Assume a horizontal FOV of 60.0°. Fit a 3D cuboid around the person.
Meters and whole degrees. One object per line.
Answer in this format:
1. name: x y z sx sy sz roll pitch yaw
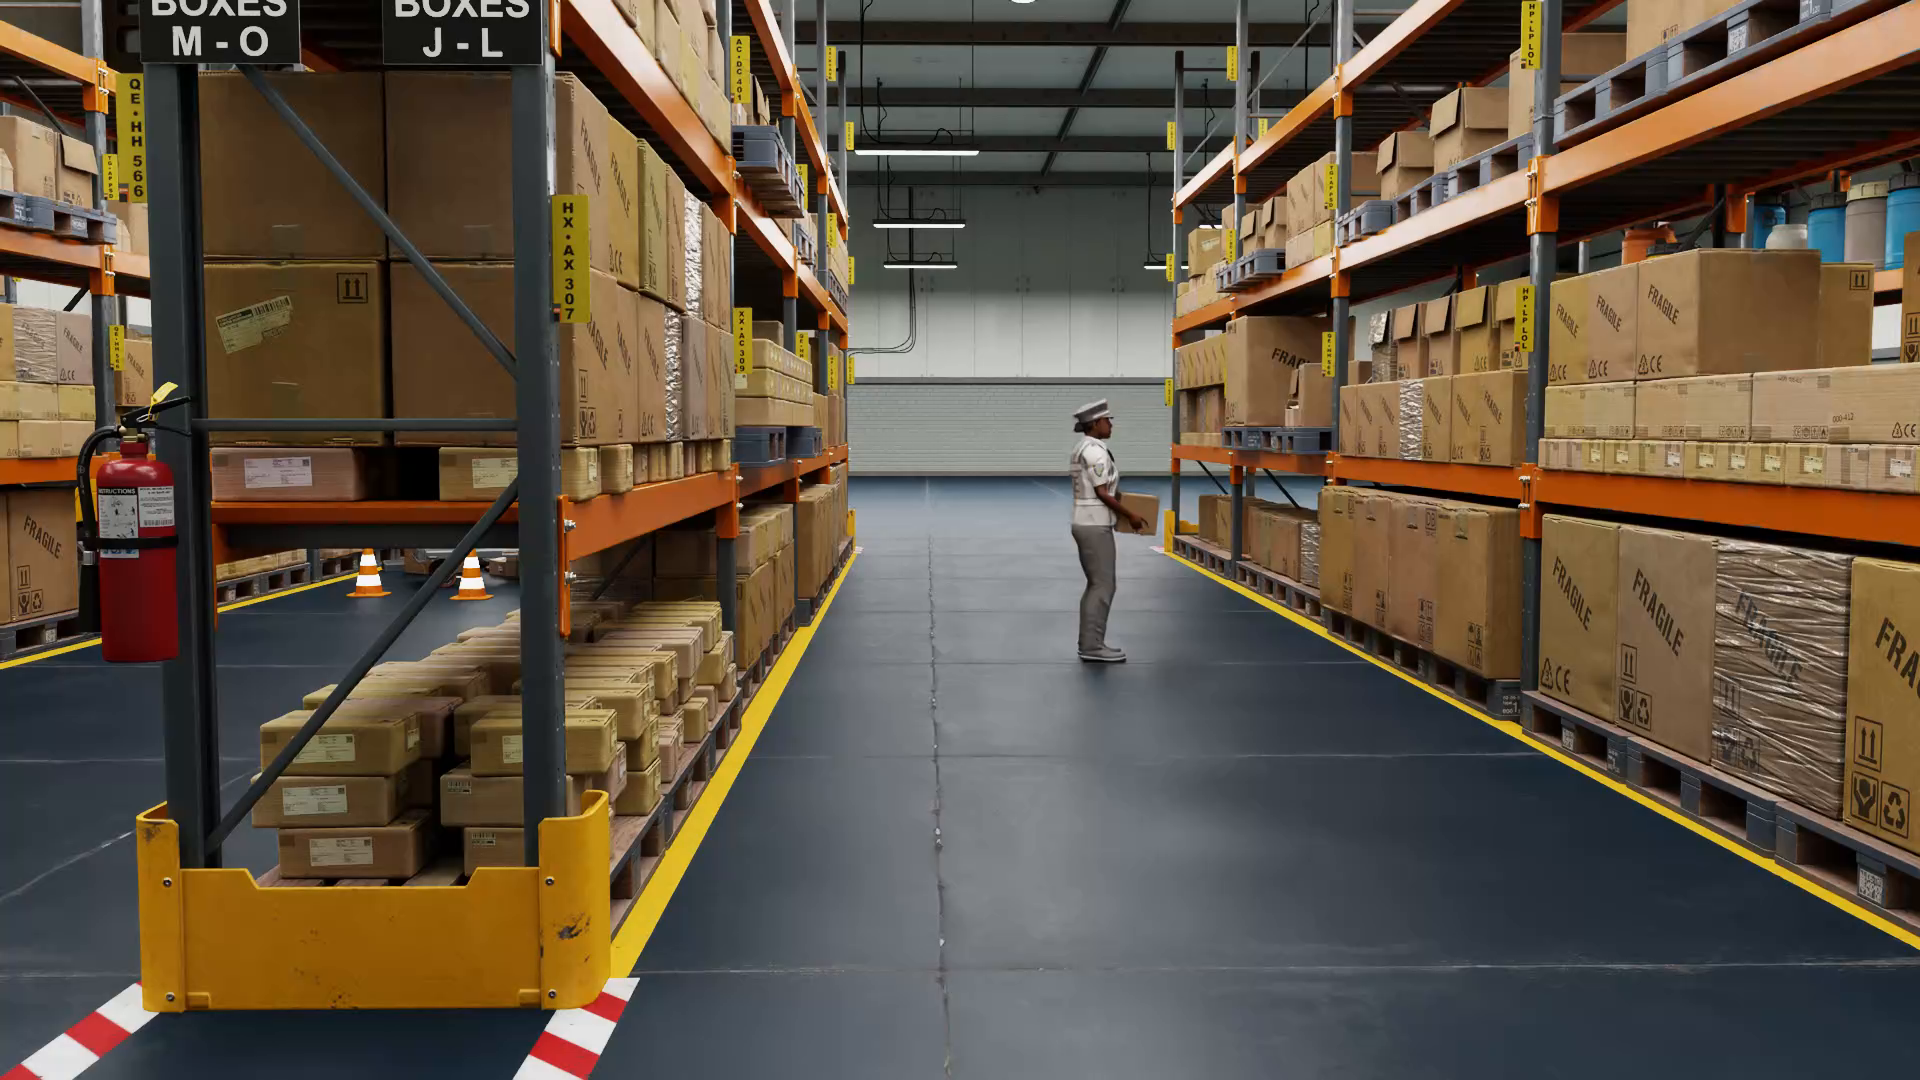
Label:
1. person: 0.958 -0.071 10.815 0.497 1.692 0.470 0 4 -2
